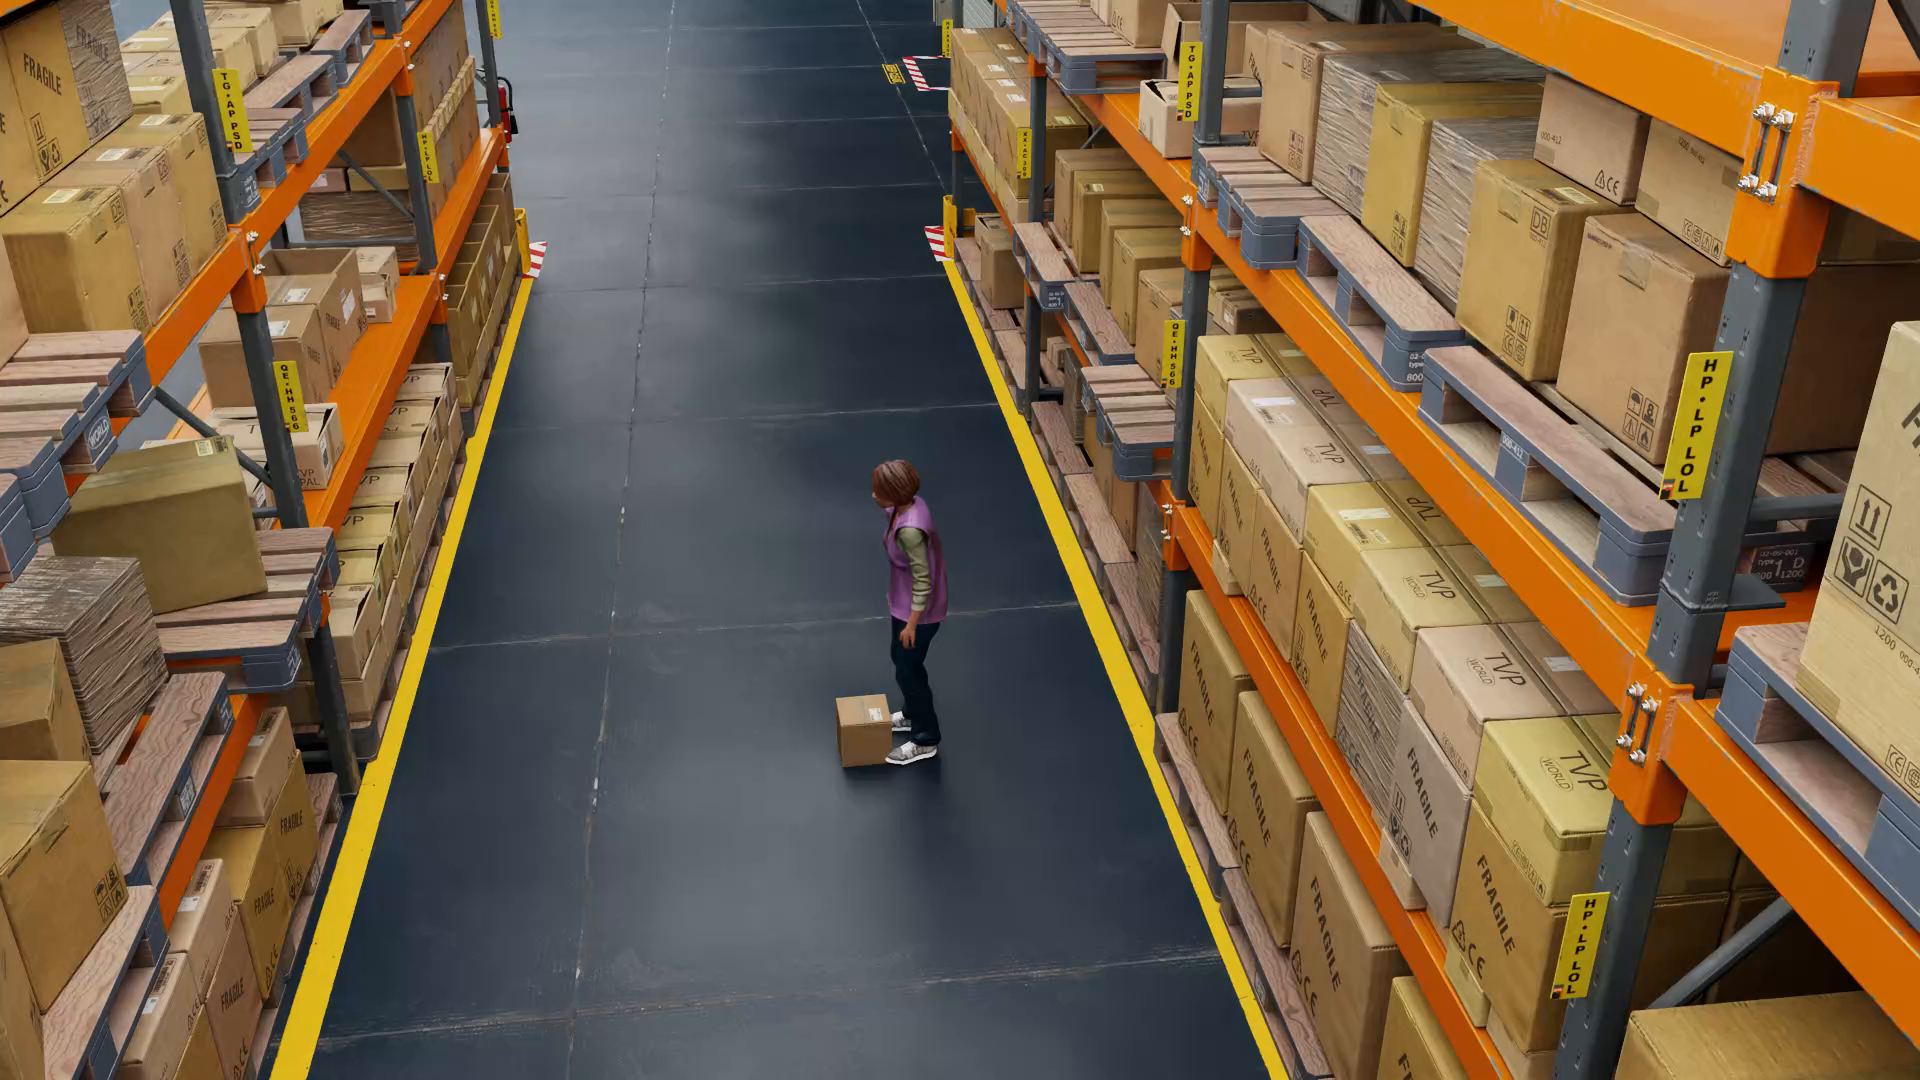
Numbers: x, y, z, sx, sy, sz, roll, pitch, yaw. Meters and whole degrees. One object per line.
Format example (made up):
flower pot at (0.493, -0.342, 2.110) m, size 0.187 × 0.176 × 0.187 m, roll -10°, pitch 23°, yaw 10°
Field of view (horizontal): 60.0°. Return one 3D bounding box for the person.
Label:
person at (-0.240, 0.338, 7.995) m, size 0.347 × 1.582 × 0.477 m, roll -4°, pitch 28°, yaw -8°
